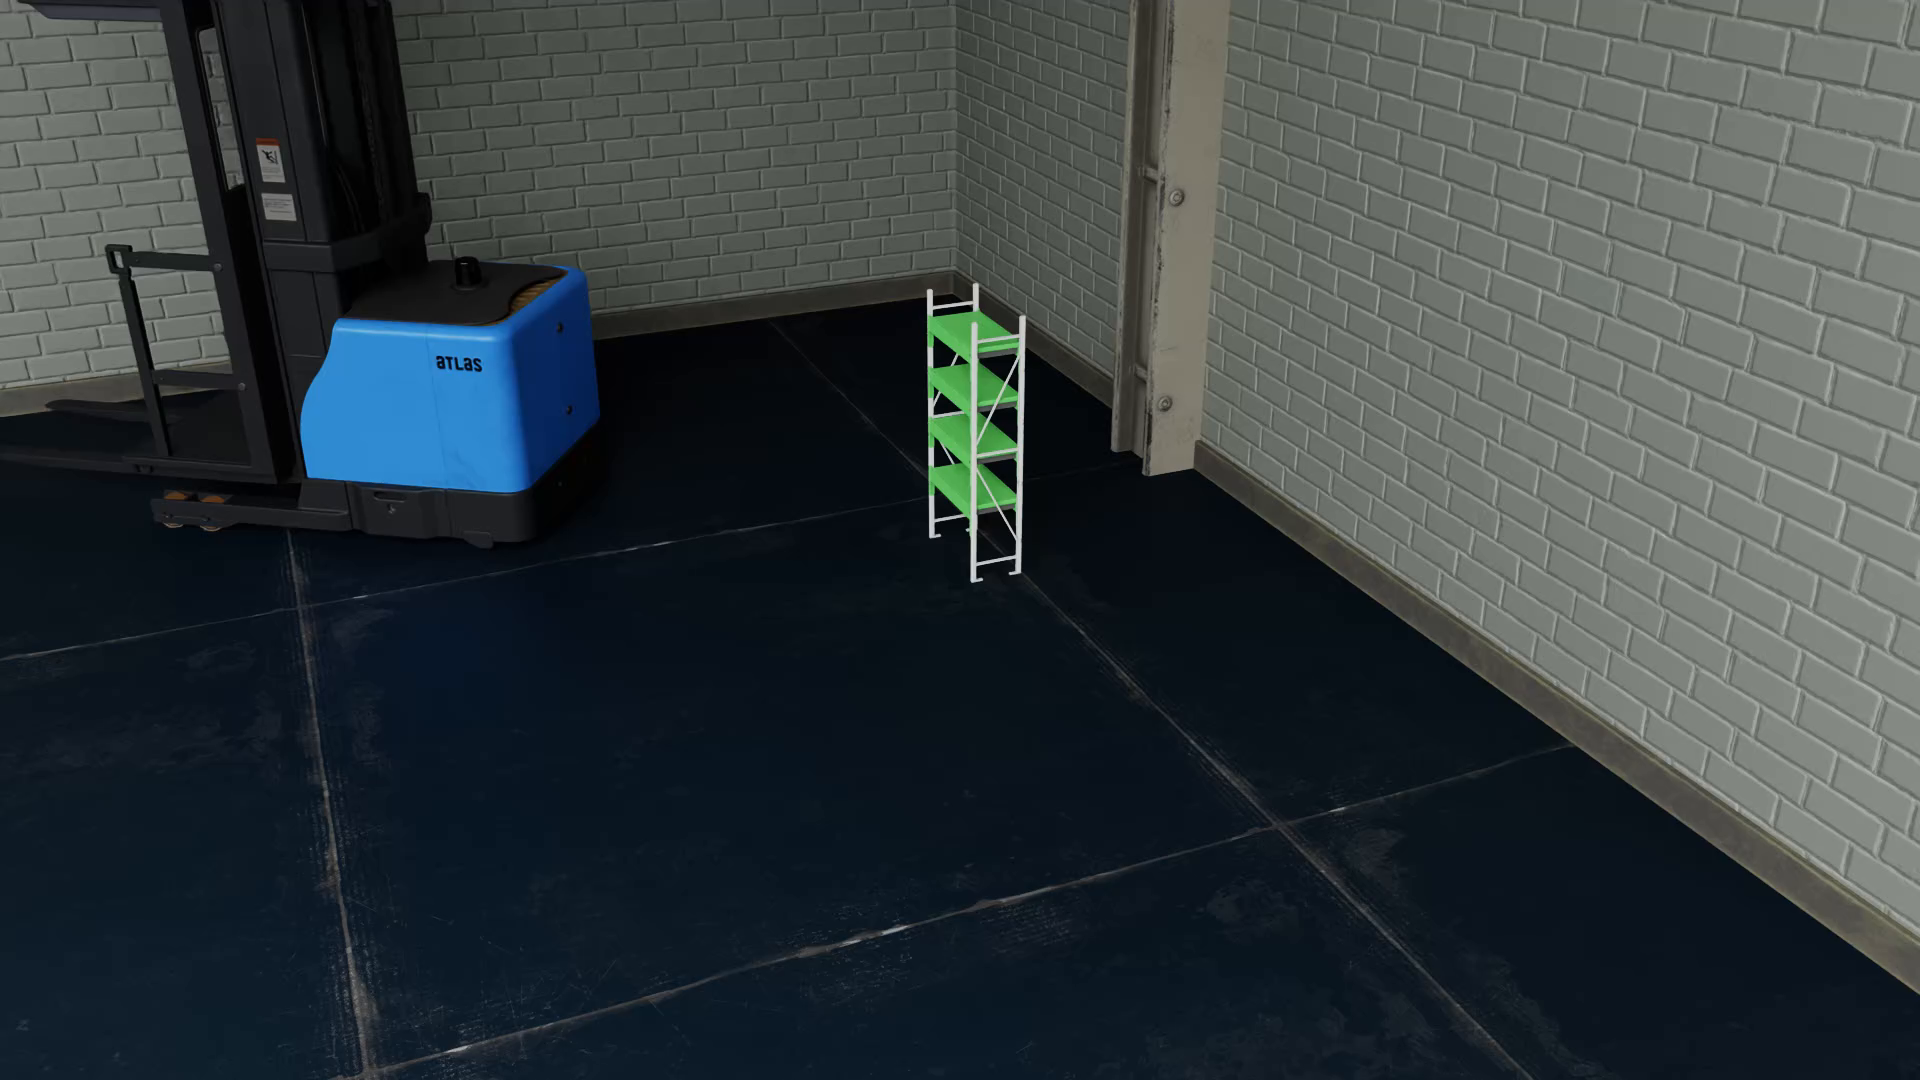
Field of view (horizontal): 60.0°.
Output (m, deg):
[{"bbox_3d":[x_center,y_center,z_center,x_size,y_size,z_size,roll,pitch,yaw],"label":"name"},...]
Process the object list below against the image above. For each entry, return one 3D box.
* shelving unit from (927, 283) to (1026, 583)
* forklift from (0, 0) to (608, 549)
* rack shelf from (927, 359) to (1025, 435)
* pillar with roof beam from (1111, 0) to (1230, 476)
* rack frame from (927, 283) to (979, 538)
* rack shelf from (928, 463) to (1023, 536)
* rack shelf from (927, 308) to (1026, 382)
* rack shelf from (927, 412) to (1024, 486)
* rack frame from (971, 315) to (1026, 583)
[{"bbox_3d":[0.065,-0.472,7.350,0.258,1.200,0.503,-11,28,-21],"label":"shelving unit"},{"bbox_3d":[-3.344,-1.579,7.644,3.031,2.935,1.130,5,26,9],"label":"forklift"},{"bbox_3d":[0.065,-0.631,7.273,0.258,0.148,0.480,-11,28,-21],"label":"rack shelf"},{"bbox_3d":[-2.954,-3.732,5.137,9.100,9.000,0.400,-11,28,-21],"label":"pillar with roof beam"},{"bbox_3d":[-0.031,-0.571,7.552,0.240,1.200,0.015,-11,28,-21],"label":"rack frame"},{"bbox_3d":[0.065,-0.199,7.483,0.258,0.148,0.480,-11,28,-21],"label":"rack shelf"},{"bbox_3d":[0.065,-0.846,7.167,0.258,0.148,0.480,-11,28,-21],"label":"rack shelf"},{"bbox_3d":[0.065,-0.415,7.378,0.258,0.148,0.480,-11,28,-21],"label":"rack shelf"},{"bbox_3d":[0.160,-0.374,7.148,0.240,1.200,0.015,-11,28,-21],"label":"rack frame"}]
